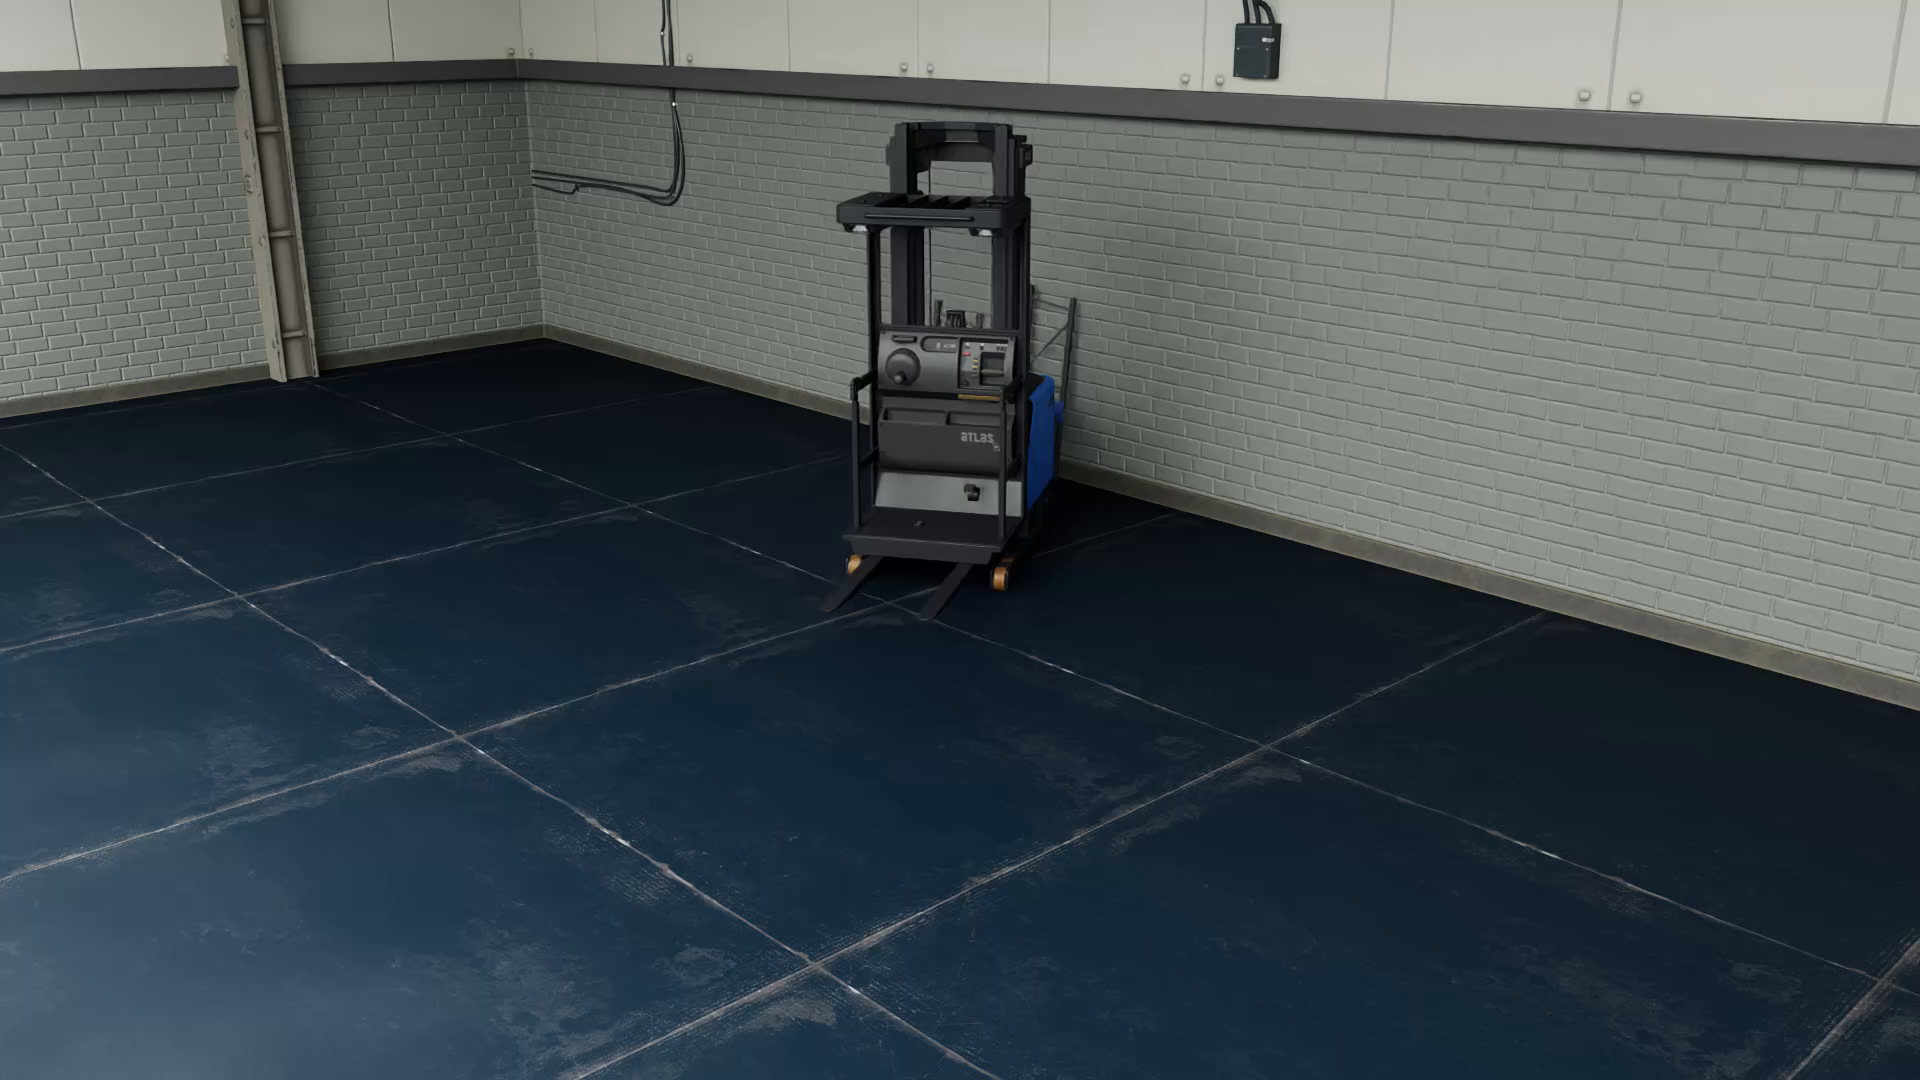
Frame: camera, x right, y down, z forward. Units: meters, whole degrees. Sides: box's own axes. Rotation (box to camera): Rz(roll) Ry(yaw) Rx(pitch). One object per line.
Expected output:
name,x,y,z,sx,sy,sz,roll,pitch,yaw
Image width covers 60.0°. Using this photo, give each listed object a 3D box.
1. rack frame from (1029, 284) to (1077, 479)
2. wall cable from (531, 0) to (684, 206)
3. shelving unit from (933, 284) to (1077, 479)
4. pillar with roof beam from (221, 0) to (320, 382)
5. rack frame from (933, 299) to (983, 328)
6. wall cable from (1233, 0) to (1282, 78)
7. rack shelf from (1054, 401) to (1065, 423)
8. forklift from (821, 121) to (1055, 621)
rack frame,0.672,-1.274,13.409,0.032,1.500,0.500,-16,30,-41
wall cable,-3.821,-4.815,17.279,0.112,2.526,3.097,-16,24,-41
shelving unit,0.303,-1.167,13.076,1.048,1.500,0.538,-16,30,-41
pillar with roof beam,-3.913,-4.999,12.813,0.400,9.000,9.100,-16,24,-41
rack frame,-0.065,-1.059,12.742,0.032,1.500,0.500,-16,30,-41
wall cable,2.689,-5.779,9.704,0.169,6.003,2.305,-16,24,-41
rack shelf,0.289,-1.001,13.144,1.000,0.185,0.538,-16,30,-41
forklift,-0.141,-1.188,10.896,1.130,2.935,3.031,4,18,13
